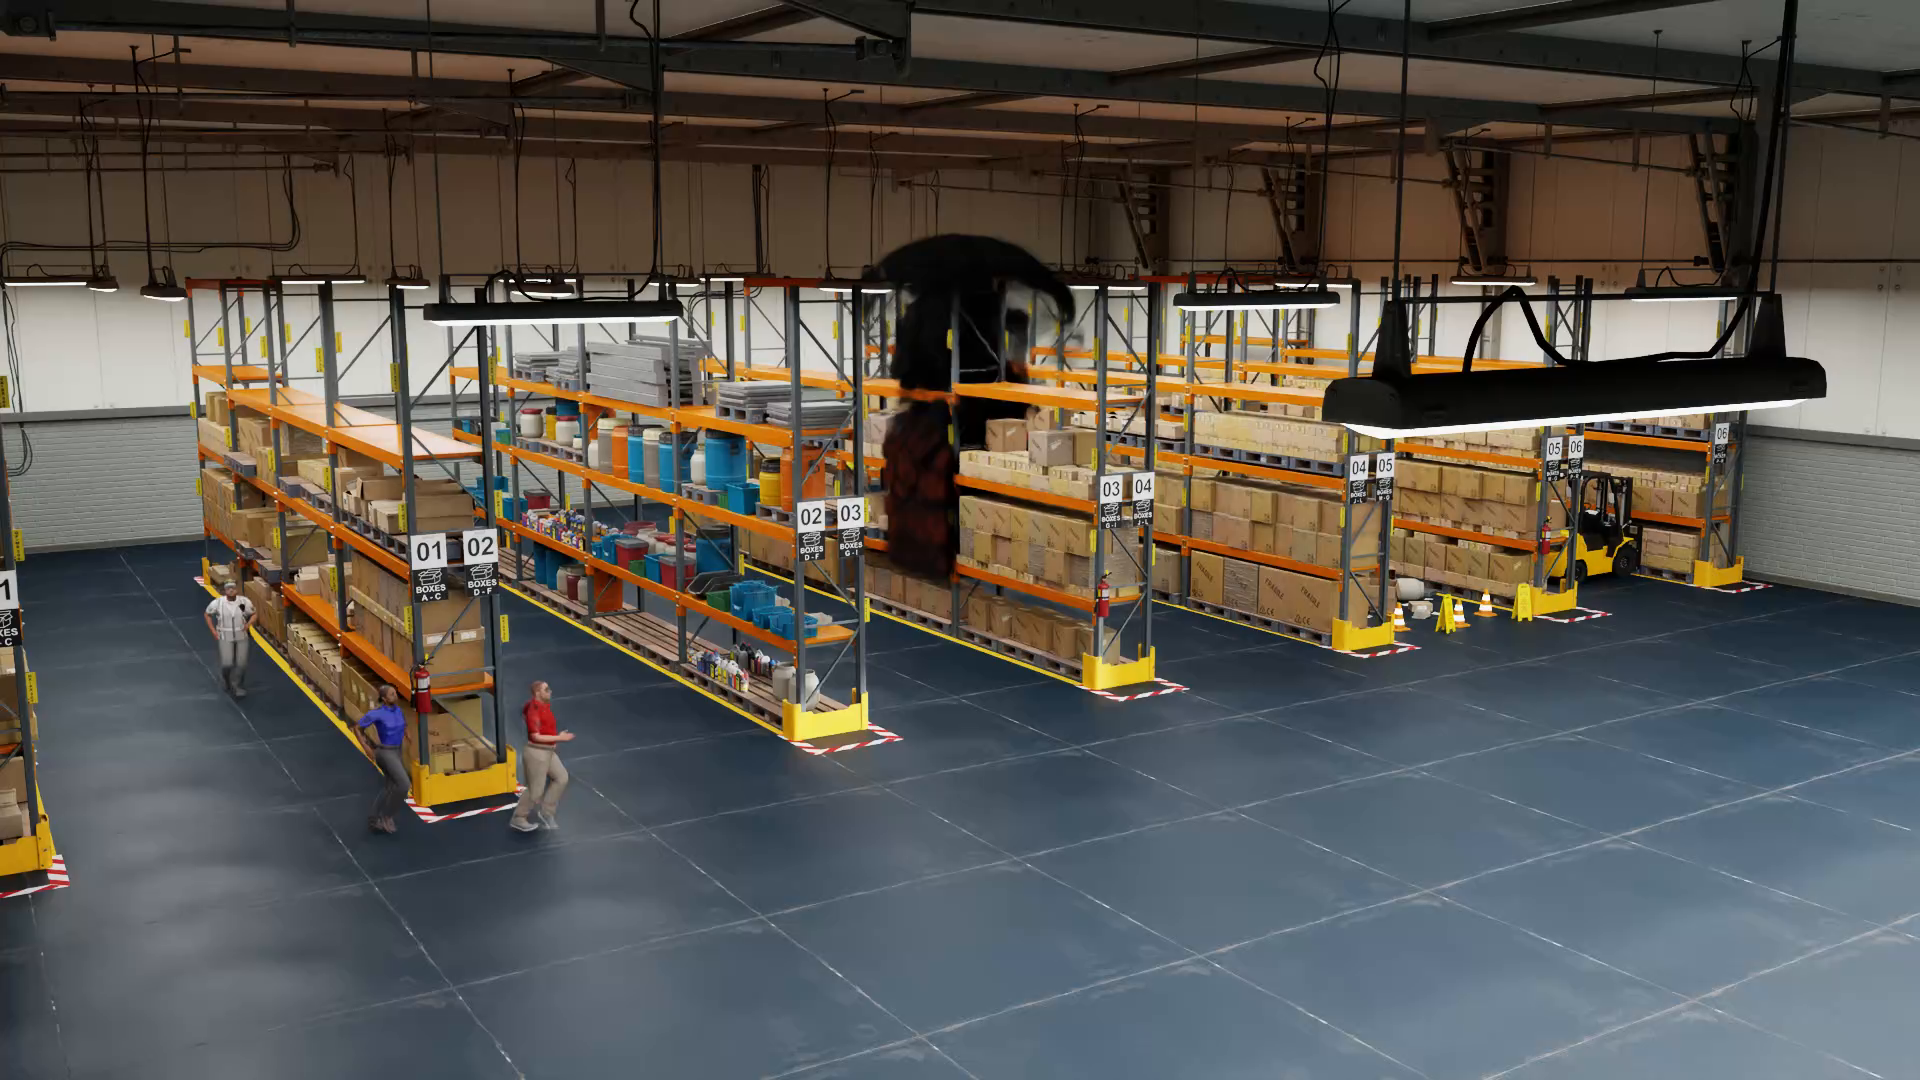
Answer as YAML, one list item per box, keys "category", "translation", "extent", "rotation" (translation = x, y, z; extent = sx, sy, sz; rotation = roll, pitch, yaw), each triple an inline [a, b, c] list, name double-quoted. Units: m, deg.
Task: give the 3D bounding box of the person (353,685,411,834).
- category: "person"
  translation: [-6.375, 2.448, 18.648]
  extent: [0.602, 1.632, 0.598]
  rotation: [2, 10, 10]

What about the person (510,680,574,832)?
- category: "person"
  translation: [-4.654, 2.438, 18.536]
  extent: [0.752, 1.802, 0.679]
  rotation: [0, 10, -1]

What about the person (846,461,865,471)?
- category: "person"
  translation: [-2.674, -1.575, 41.881]
  extent: [0.695, 1.779, 0.894]
  rotation: [6, 11, 31]

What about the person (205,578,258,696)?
- category: "person"
  translation: [-10.598, 1.423, 24.268]
  extent: [0.710, 1.757, 0.563]
  rotation: [-5, 11, -28]
